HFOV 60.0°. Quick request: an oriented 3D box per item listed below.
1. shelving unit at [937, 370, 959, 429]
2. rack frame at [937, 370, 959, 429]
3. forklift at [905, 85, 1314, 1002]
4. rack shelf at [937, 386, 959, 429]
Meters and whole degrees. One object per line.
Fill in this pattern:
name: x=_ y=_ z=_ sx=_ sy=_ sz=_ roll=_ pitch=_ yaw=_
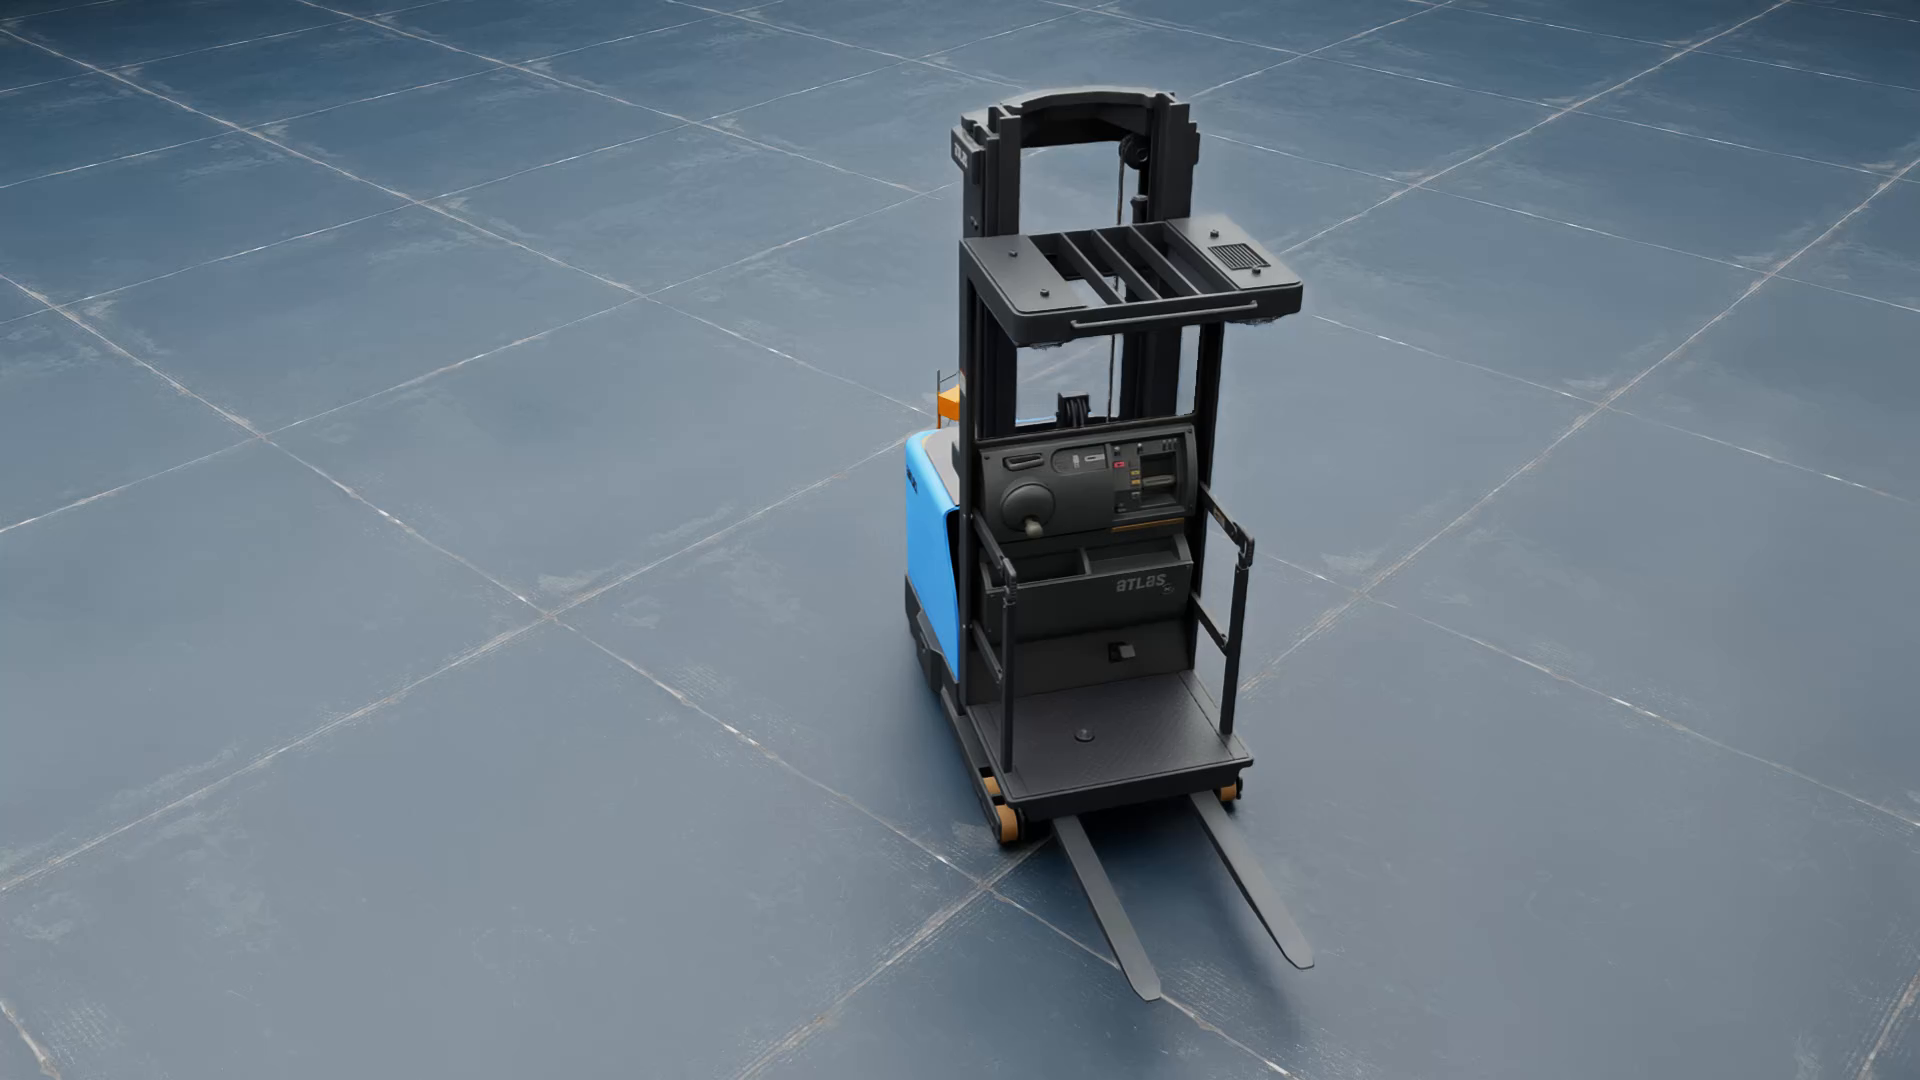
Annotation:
shelving unit: x=0.040 y=-0.431 z=8.948 sx=0.252 sy=1.050 sz=0.215 roll=25 pitch=39 yaw=35
rack frame: x=-0.051 y=-0.473 z=9.019 sx=0.008 sy=1.050 sz=0.200 roll=25 pitch=39 yaw=35
forklift: x=0.600 y=-0.188 z=6.720 sx=1.130 sy=2.935 sz=3.031 roll=-8 pitch=32 yaw=-13
rack shelf: x=0.040 y=-0.665 z=8.808 sx=0.240 sy=0.259 sz=0.215 roll=25 pitch=39 yaw=35
